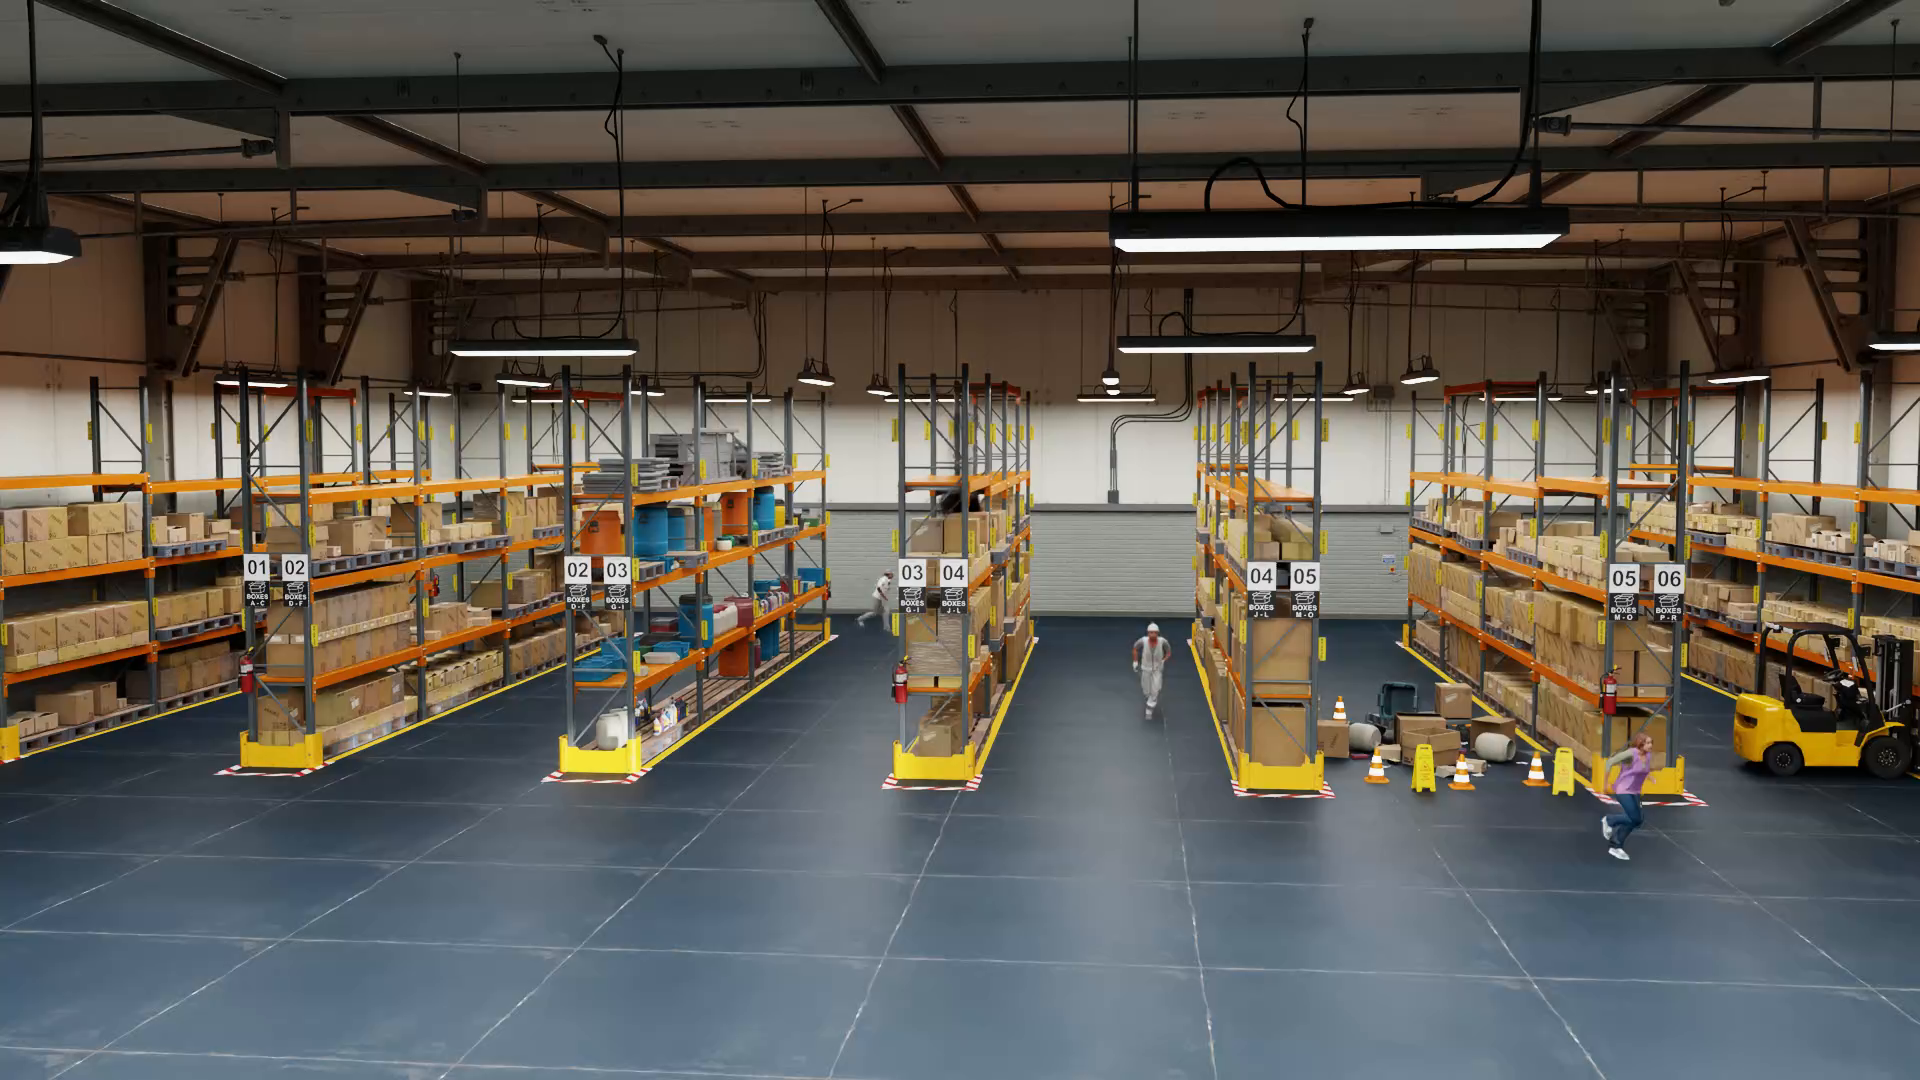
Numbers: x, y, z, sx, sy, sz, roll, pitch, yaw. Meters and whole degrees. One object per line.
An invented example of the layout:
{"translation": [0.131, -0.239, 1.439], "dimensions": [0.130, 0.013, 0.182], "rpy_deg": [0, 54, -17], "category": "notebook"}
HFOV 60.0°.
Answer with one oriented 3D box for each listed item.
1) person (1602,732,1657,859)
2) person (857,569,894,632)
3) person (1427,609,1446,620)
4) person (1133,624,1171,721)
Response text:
{"translation": [7.885, 2.999, 19.569], "dimensions": [0.527, 1.530, 0.666], "rpy_deg": [-2, 4, -33], "category": "person"}
{"translation": [-2.136, 1.537, 42.026], "dimensions": [0.962, 1.619, 0.599], "rpy_deg": [0, 4, 0], "category": "person"}
{"translation": [11.945, 1.499, 41.484], "dimensions": [0.731, 1.754, 0.579], "rpy_deg": [-1, 4, -14], "category": "person"}
{"translation": [3.357, 2.297, 29.117], "dimensions": [0.654, 1.711, 0.771], "rpy_deg": [0, 4, 0], "category": "person"}
